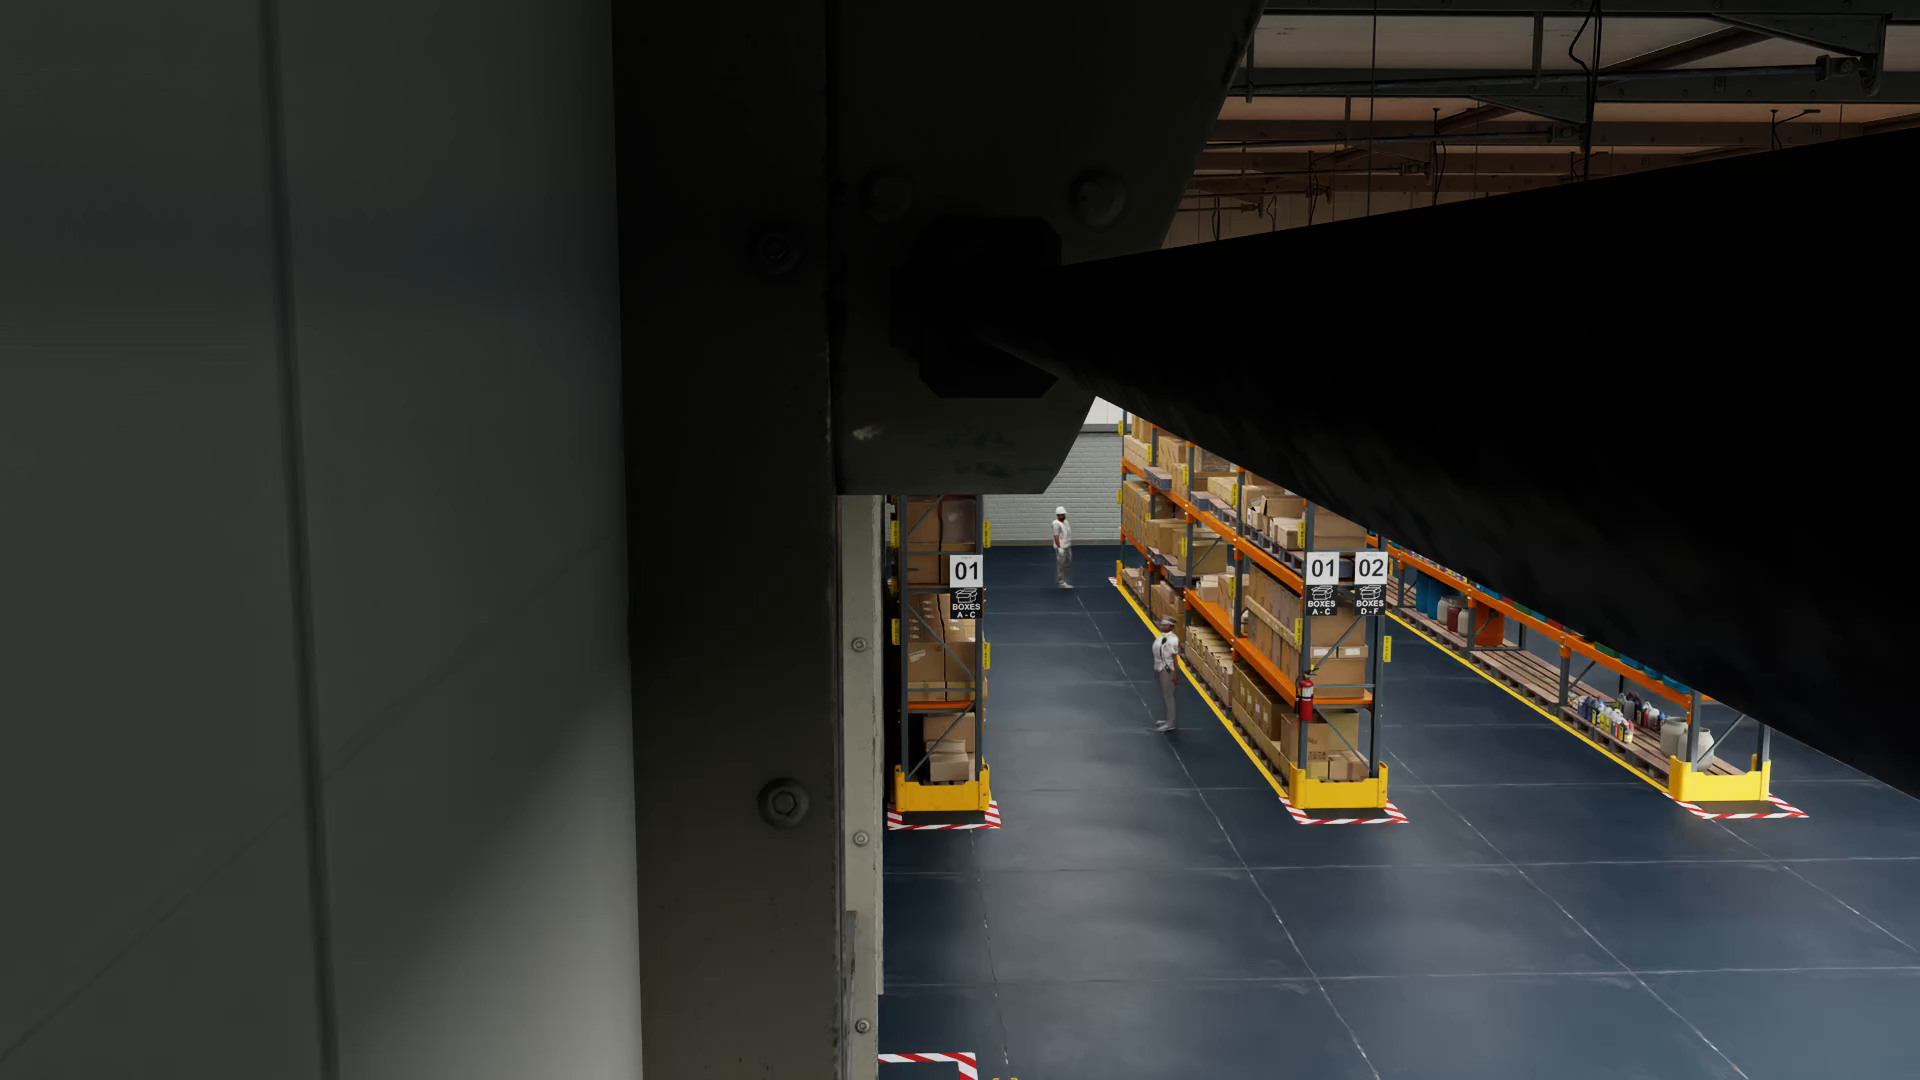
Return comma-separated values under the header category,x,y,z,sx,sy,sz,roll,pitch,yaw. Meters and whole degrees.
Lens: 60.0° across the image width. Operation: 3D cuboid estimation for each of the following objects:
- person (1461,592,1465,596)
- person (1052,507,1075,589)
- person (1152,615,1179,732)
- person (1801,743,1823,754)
category,x,y,z,sx,sy,sz,roll,pitch,yaw
person,10.464,0.516,33.642,0.691,1.720,1.033,-2,9,-11
person,2.248,0.179,35.874,0.381,1.828,0.658,5,10,31
person,2.995,1.925,24.284,0.369,1.699,0.509,-2,9,-12
person,12.003,2.051,23.242,0.544,1.788,0.543,8,11,41
